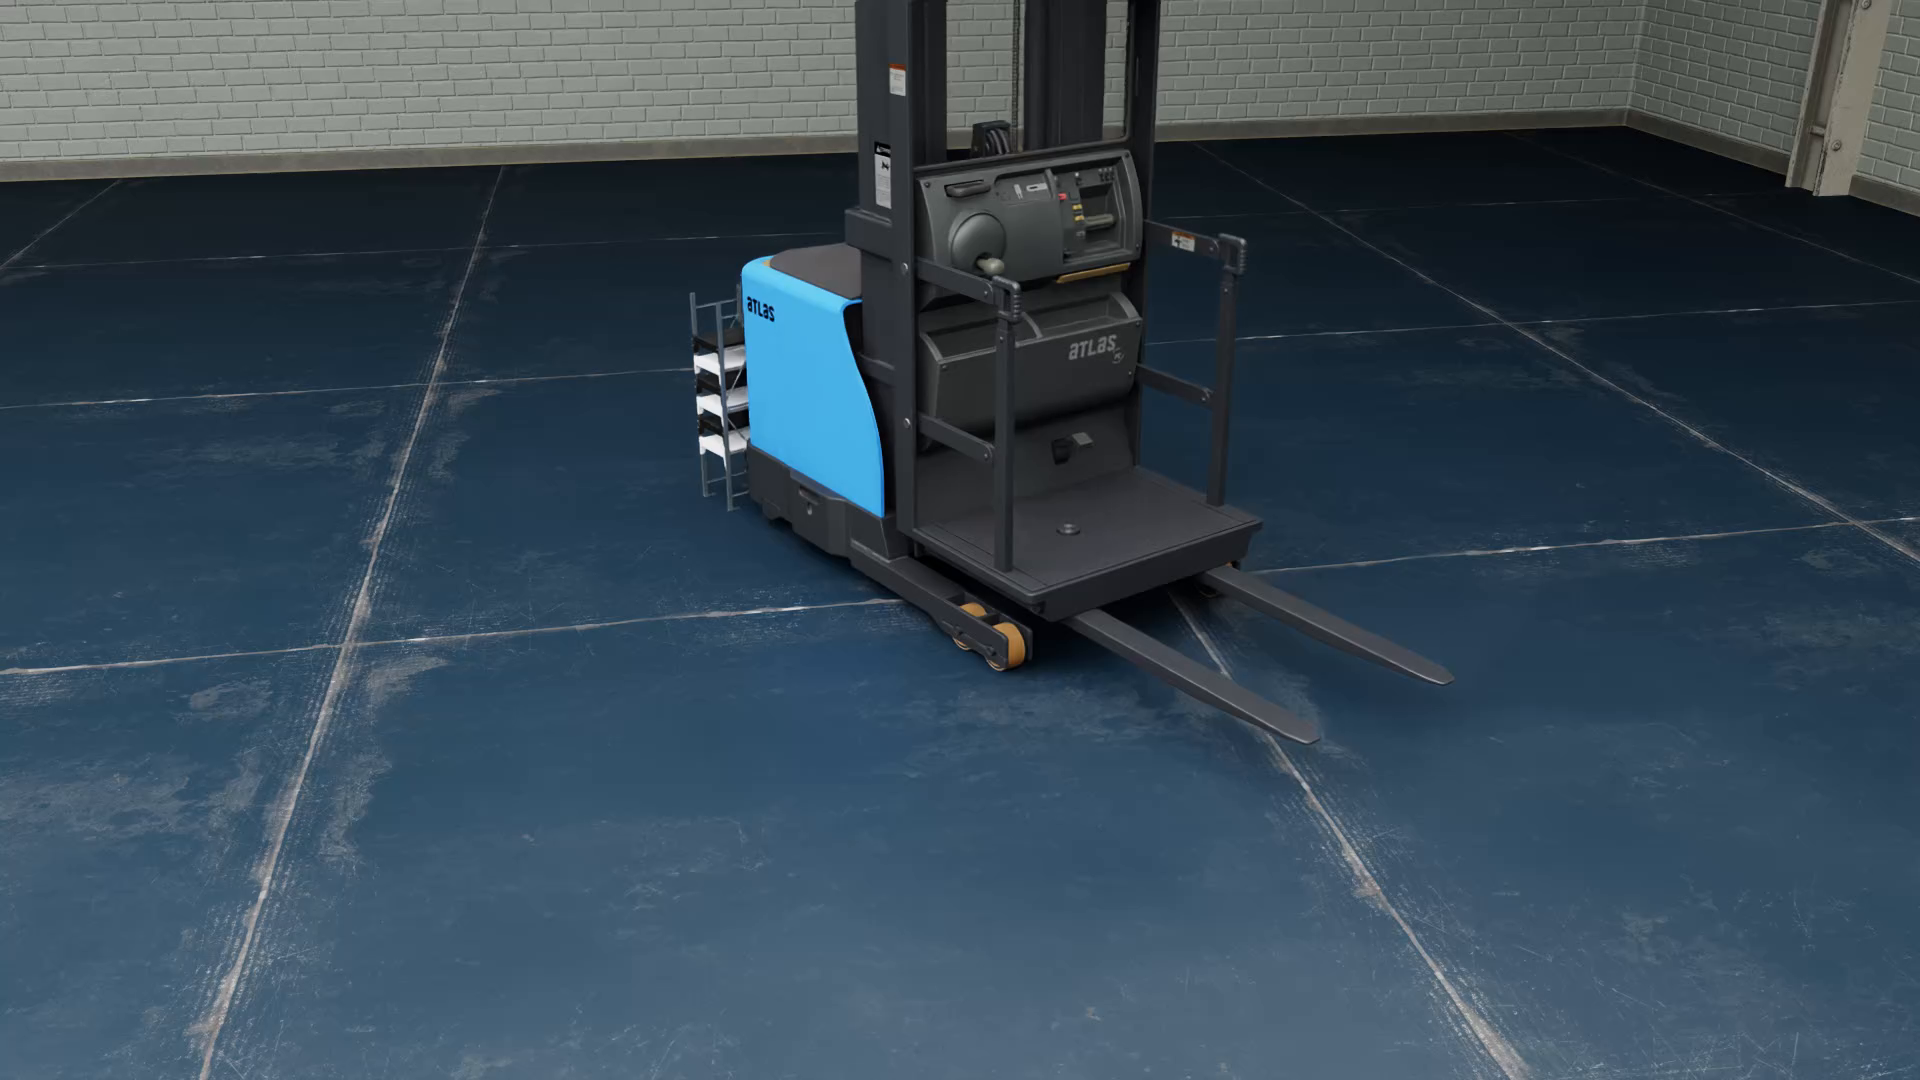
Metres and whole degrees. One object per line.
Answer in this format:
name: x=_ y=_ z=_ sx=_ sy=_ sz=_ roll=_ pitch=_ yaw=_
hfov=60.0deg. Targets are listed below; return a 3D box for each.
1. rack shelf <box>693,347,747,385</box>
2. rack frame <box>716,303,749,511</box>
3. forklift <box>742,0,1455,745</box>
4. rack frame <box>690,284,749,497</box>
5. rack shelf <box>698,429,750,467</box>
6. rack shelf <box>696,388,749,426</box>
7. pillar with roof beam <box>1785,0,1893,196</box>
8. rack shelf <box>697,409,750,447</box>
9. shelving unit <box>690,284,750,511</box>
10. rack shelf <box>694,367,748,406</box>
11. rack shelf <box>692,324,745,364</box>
rack shelf: x=-0.949 y=-0.732 z=6.935 sx=0.258 sy=0.077 sz=0.200 roll=-18 pitch=29 yaw=-35
rack frame: x=-0.885 y=-0.566 z=6.921 sx=0.240 sy=0.900 sz=0.006 roll=-18 pitch=29 yaw=-35
forklift: x=0.388 y=-1.114 z=5.638 sx=1.130 sy=2.935 sz=3.031 roll=-16 pitch=28 yaw=-33
rack frame: x=-1.013 y=-0.629 z=7.066 sx=0.240 sy=0.900 sz=0.006 roll=-18 pitch=29 yaw=-35
rack shelf: x=-0.949 y=-0.402 z=7.079 sx=0.258 sy=0.077 sz=0.200 roll=-18 pitch=29 yaw=-35
rack shelf: x=-0.949 y=-0.567 z=7.007 sx=0.258 sy=0.077 sz=0.200 roll=-18 pitch=29 yaw=-35
pillar with roof beam: x=2.488 y=-6.545 z=10.493 sx=9.100 sy=9.000 sz=0.400 roll=-4 pitch=24 yaw=-10
rack shelf: x=-0.949 y=-0.484 z=7.043 sx=0.258 sy=0.077 sz=0.200 roll=-18 pitch=29 yaw=-35
shelving unit: x=-0.949 y=-0.598 z=6.993 sx=0.258 sy=0.900 sz=0.210 roll=-18 pitch=29 yaw=-35
rack shelf: x=-0.949 y=-0.649 z=6.971 sx=0.258 sy=0.077 sz=0.200 roll=-18 pitch=29 yaw=-35
rack shelf: x=-0.949 y=-0.814 z=6.899 sx=0.258 sy=0.077 sz=0.200 roll=-18 pitch=29 yaw=-35
